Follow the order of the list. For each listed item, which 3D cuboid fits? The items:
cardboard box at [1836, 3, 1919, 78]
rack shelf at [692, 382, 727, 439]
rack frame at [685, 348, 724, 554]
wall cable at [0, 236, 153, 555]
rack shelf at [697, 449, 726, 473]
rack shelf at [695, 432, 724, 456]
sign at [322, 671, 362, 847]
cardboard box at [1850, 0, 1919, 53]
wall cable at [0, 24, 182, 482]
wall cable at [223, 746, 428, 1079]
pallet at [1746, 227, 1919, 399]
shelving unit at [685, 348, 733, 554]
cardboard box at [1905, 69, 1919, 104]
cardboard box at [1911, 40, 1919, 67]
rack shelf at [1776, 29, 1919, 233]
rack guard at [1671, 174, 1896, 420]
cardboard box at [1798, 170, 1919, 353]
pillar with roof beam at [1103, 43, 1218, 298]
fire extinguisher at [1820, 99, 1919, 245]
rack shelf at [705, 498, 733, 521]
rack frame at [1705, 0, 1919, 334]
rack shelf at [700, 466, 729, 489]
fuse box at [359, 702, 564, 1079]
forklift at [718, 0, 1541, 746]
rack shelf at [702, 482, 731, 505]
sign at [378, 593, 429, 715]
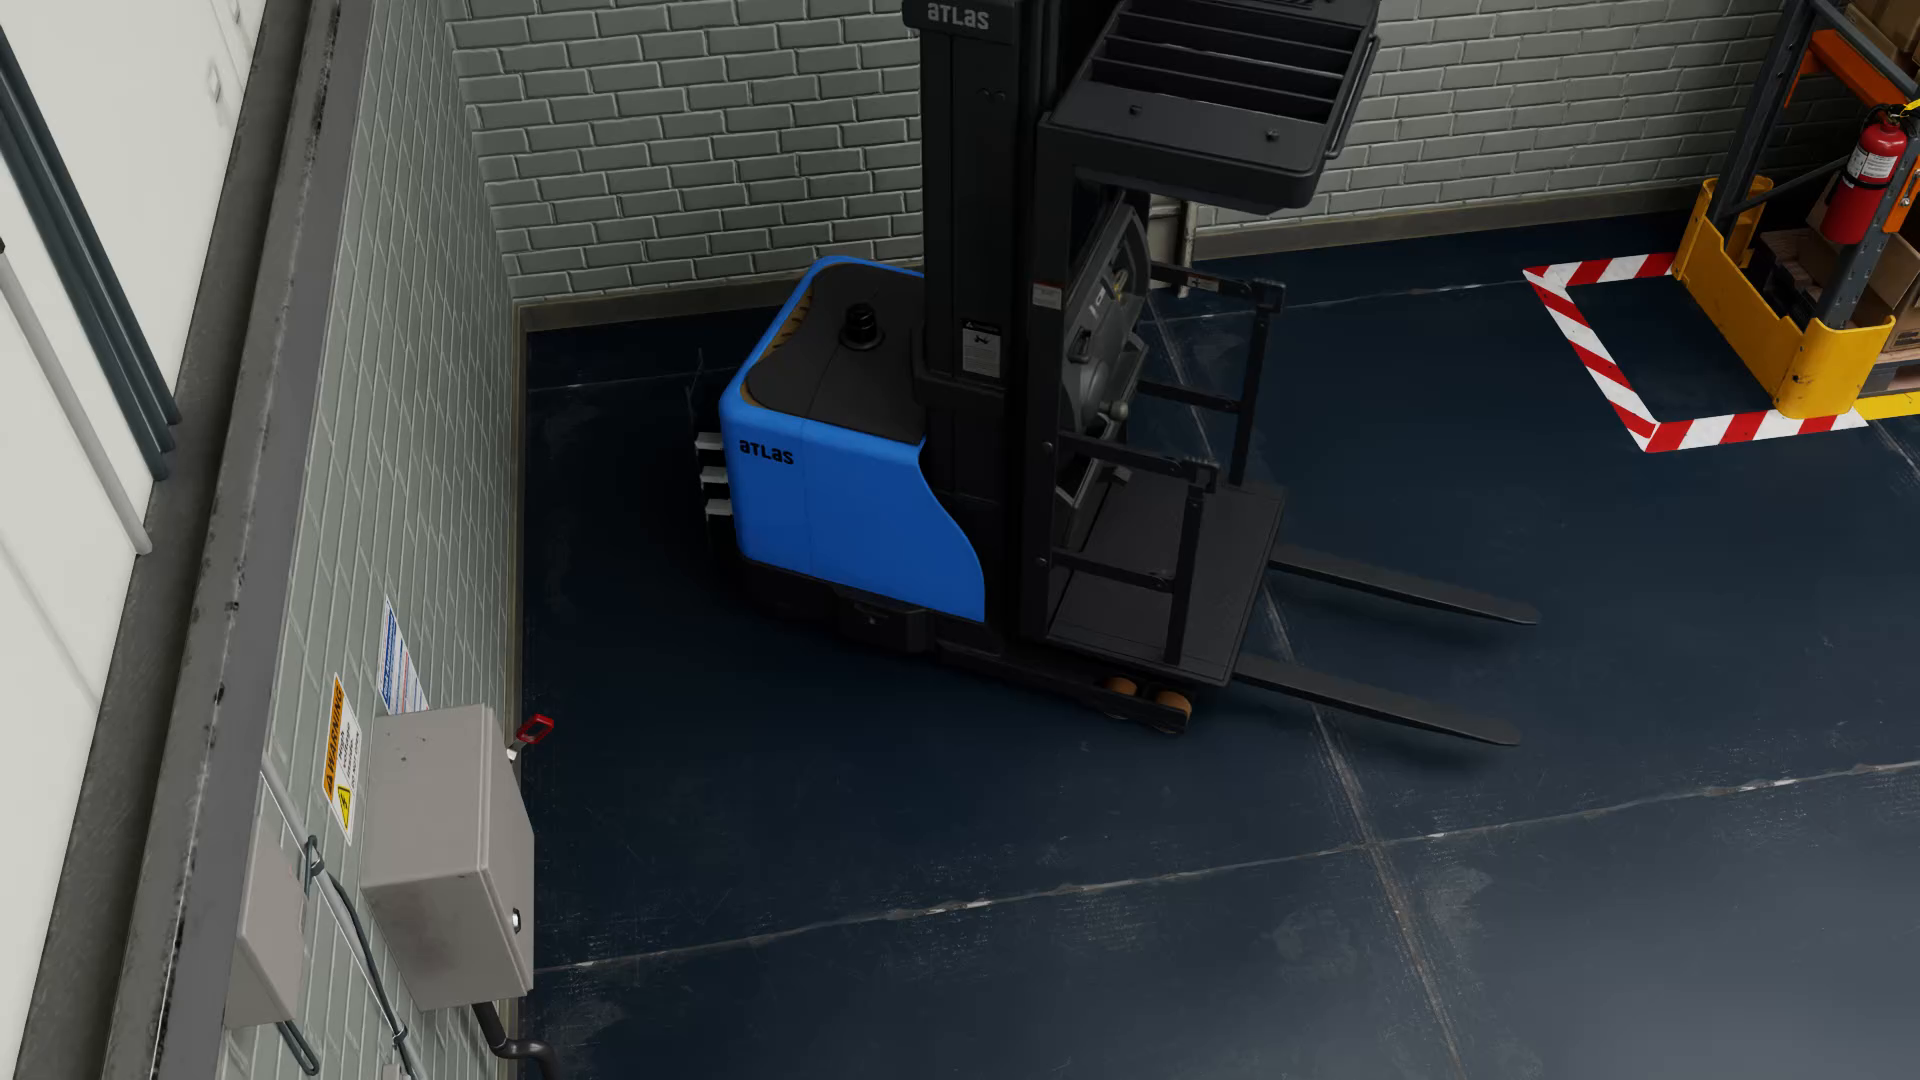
[{"bbox_3d":[3.980,-2.144,7.101,0.250,0.149,0.380,-8,47,-7],"label":"cardboard box"},{"bbox_3d":[-0.913,-0.496,6.468,0.200,0.077,0.258,5,46,4],"label":"rack shelf"},{"bbox_3d":[-1.015,-0.340,6.646,0.006,0.900,0.240,5,46,4],"label":"rack frame"},{"bbox_3d":[-1.134,-0.196,0.883,0.029,3.000,2.355,-7,46,-7],"label":"wall cable"},{"bbox_3d":[-0.913,-0.372,6.598,0.200,0.077,0.258,5,46,4],"label":"rack shelf"},{"bbox_3d":[-0.913,-0.434,6.533,0.200,0.077,0.258,5,46,4],"label":"rack shelf"},{"bbox_3d":[-1.412,0.500,3.805,0.001,0.242,0.339,-7,46,-7],"label":"sign"},{"bbox_3d":[4.107,-2.296,6.970,0.500,0.250,0.500,-6,46,-6],"label":"cardboard box"},{"bbox_3d":[-1.571,-2.190,2.779,0.133,3.039,2.988,-7,46,-7],"label":"wall cable"},{"bbox_3d":[-1.257,0.873,3.314,0.122,1.984,0.588,-7,46,-7],"label":"wall cable"},{"bbox_3d":[4.559,-1.141,7.896,1.213,0.211,1.003,-7,46,-7],"label":"pallet"},{"bbox_3d":[-0.913,-0.332,6.638,0.210,0.900,0.258,5,46,4],"label":"shelving unit"},{"bbox_3d":[4.070,-1.759,6.729,0.250,0.149,0.380,-7,47,-7],"label":"cardboard box"},{"bbox_3d":[4.192,-1.916,6.604,0.500,0.250,0.500,-7,46,-7],"label":"cardboard box"},{"bbox_3d":[5.670,-1.996,7.283,4.000,0.370,1.077,-7,46,-7],"label":"rack shelf"},{"bbox_3d":[3.774,-1.143,7.697,0.348,0.500,1.175,-7,46,-7],"label":"rack guard"},{"bbox_3d":[4.318,-1.288,7.543,0.637,0.503,0.797,-9,47,-8],"label":"cardboard box"},{"bbox_3d":[1.622,-1.336,1.981,0.400,9.000,9.100,-7,46,-7],"label":"pillar with roof beam"},{"bbox_3d":[3.633,-1.498,6.616,0.183,0.674,0.296,-7,46,-7],"label":"fire extinguisher"},{"bbox_3d":[-0.913,-0.184,6.792,0.200,0.077,0.258,5,46,4],"label":"rack shelf"},{"bbox_3d":[3.699,-2.000,6.788,0.127,3.000,1.000,-7,46,-7],"label":"rack frame"},{"bbox_3d":[-0.913,-0.309,6.662,0.200,0.077,0.258,5,46,4],"label":"rack shelf"},{"bbox_3d":[-1.218,1.169,4.629,0.414,1.711,0.539,-7,46,-7],"label":"fuse box"},{"bbox_3d":[0.687,-0.727,5.609,3.031,2.935,1.130,15,48,14],"label":"forklift"},{"bbox_3d":[-0.913,-0.247,6.727,0.200,0.077,0.258,5,46,4],"label":"rack shelf"},{"bbox_3d":[-1.506,0.430,4.512,0.001,0.494,0.329,-7,46,-7],"label":"sign"}]
